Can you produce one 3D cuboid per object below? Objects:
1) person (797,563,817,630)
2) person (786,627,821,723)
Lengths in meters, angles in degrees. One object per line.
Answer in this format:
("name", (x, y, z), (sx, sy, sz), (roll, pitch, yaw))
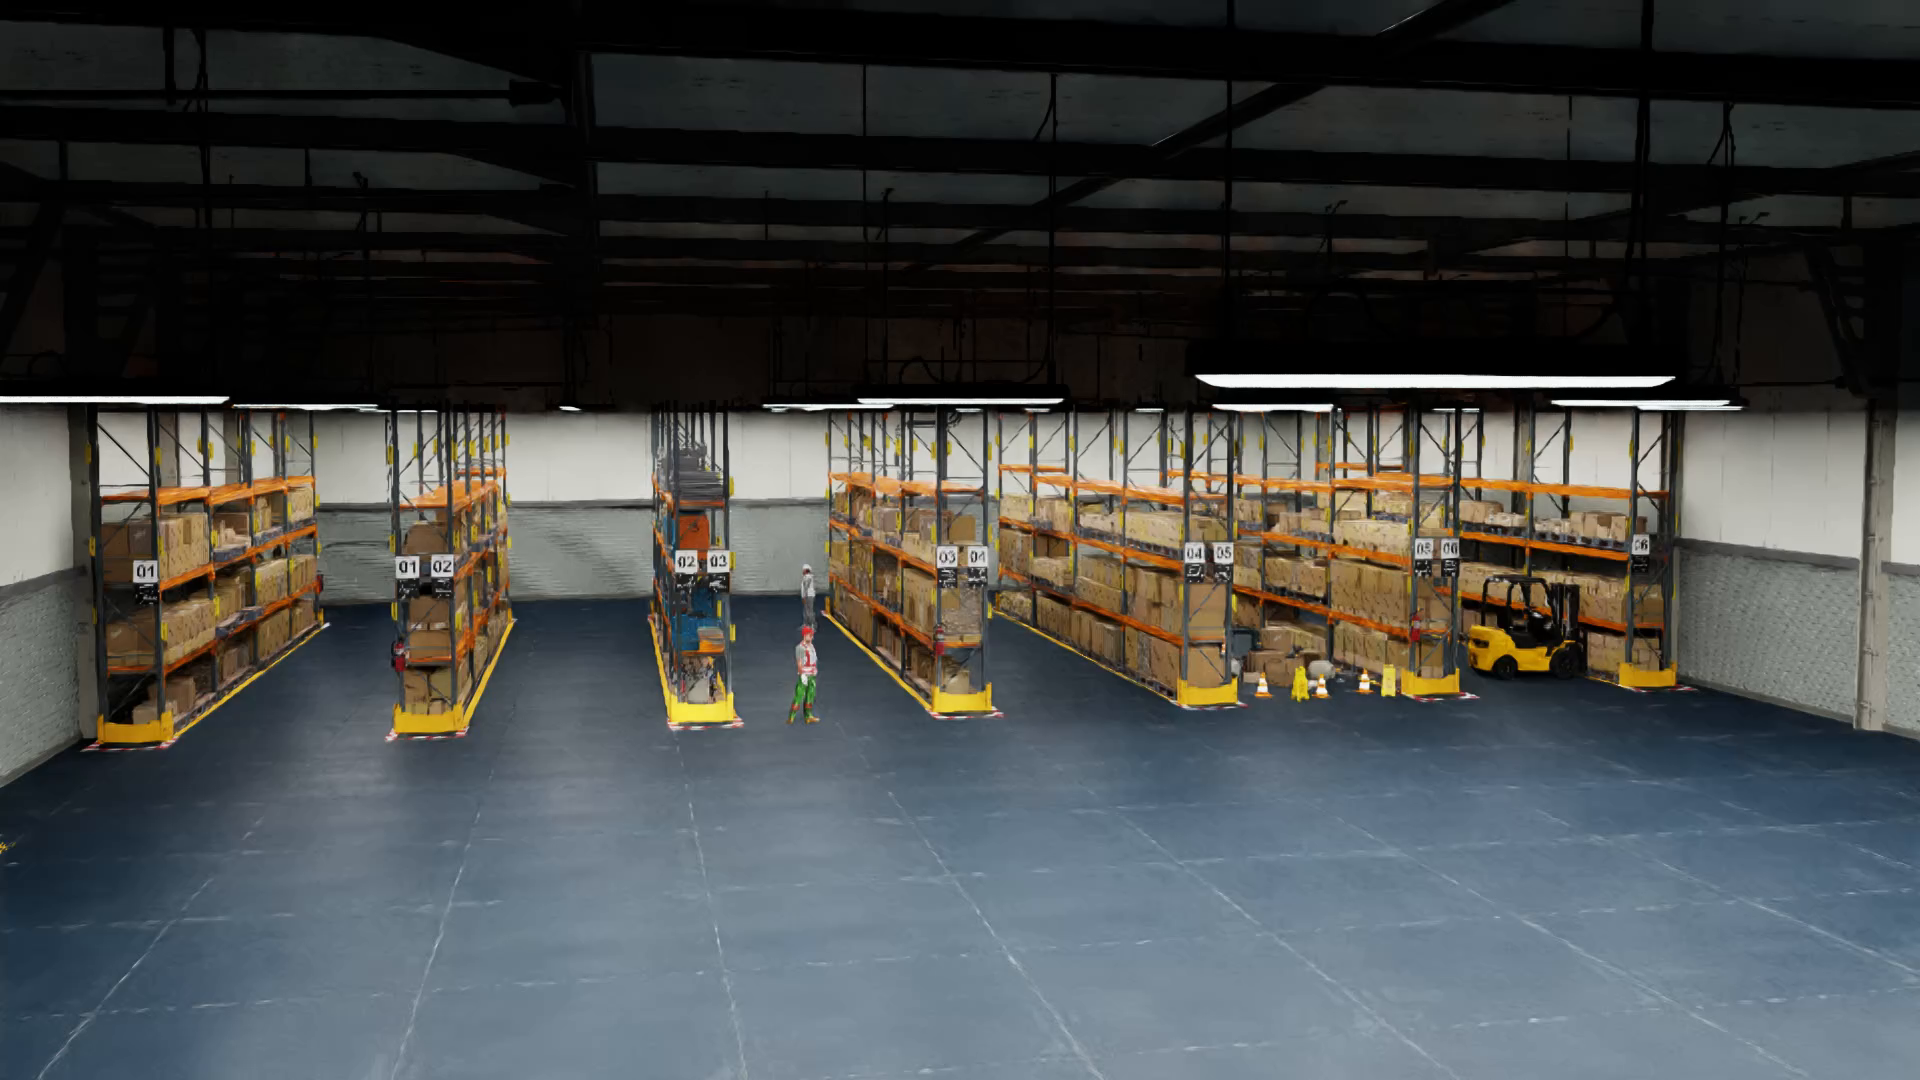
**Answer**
("person", (-4.062, 1.501, 44.085), (0.570, 1.769, 0.643), (0, 4, 2))
("person", (-2.925, 2.508, 30.875), (0.480, 1.789, 0.697), (2, 5, 29))
